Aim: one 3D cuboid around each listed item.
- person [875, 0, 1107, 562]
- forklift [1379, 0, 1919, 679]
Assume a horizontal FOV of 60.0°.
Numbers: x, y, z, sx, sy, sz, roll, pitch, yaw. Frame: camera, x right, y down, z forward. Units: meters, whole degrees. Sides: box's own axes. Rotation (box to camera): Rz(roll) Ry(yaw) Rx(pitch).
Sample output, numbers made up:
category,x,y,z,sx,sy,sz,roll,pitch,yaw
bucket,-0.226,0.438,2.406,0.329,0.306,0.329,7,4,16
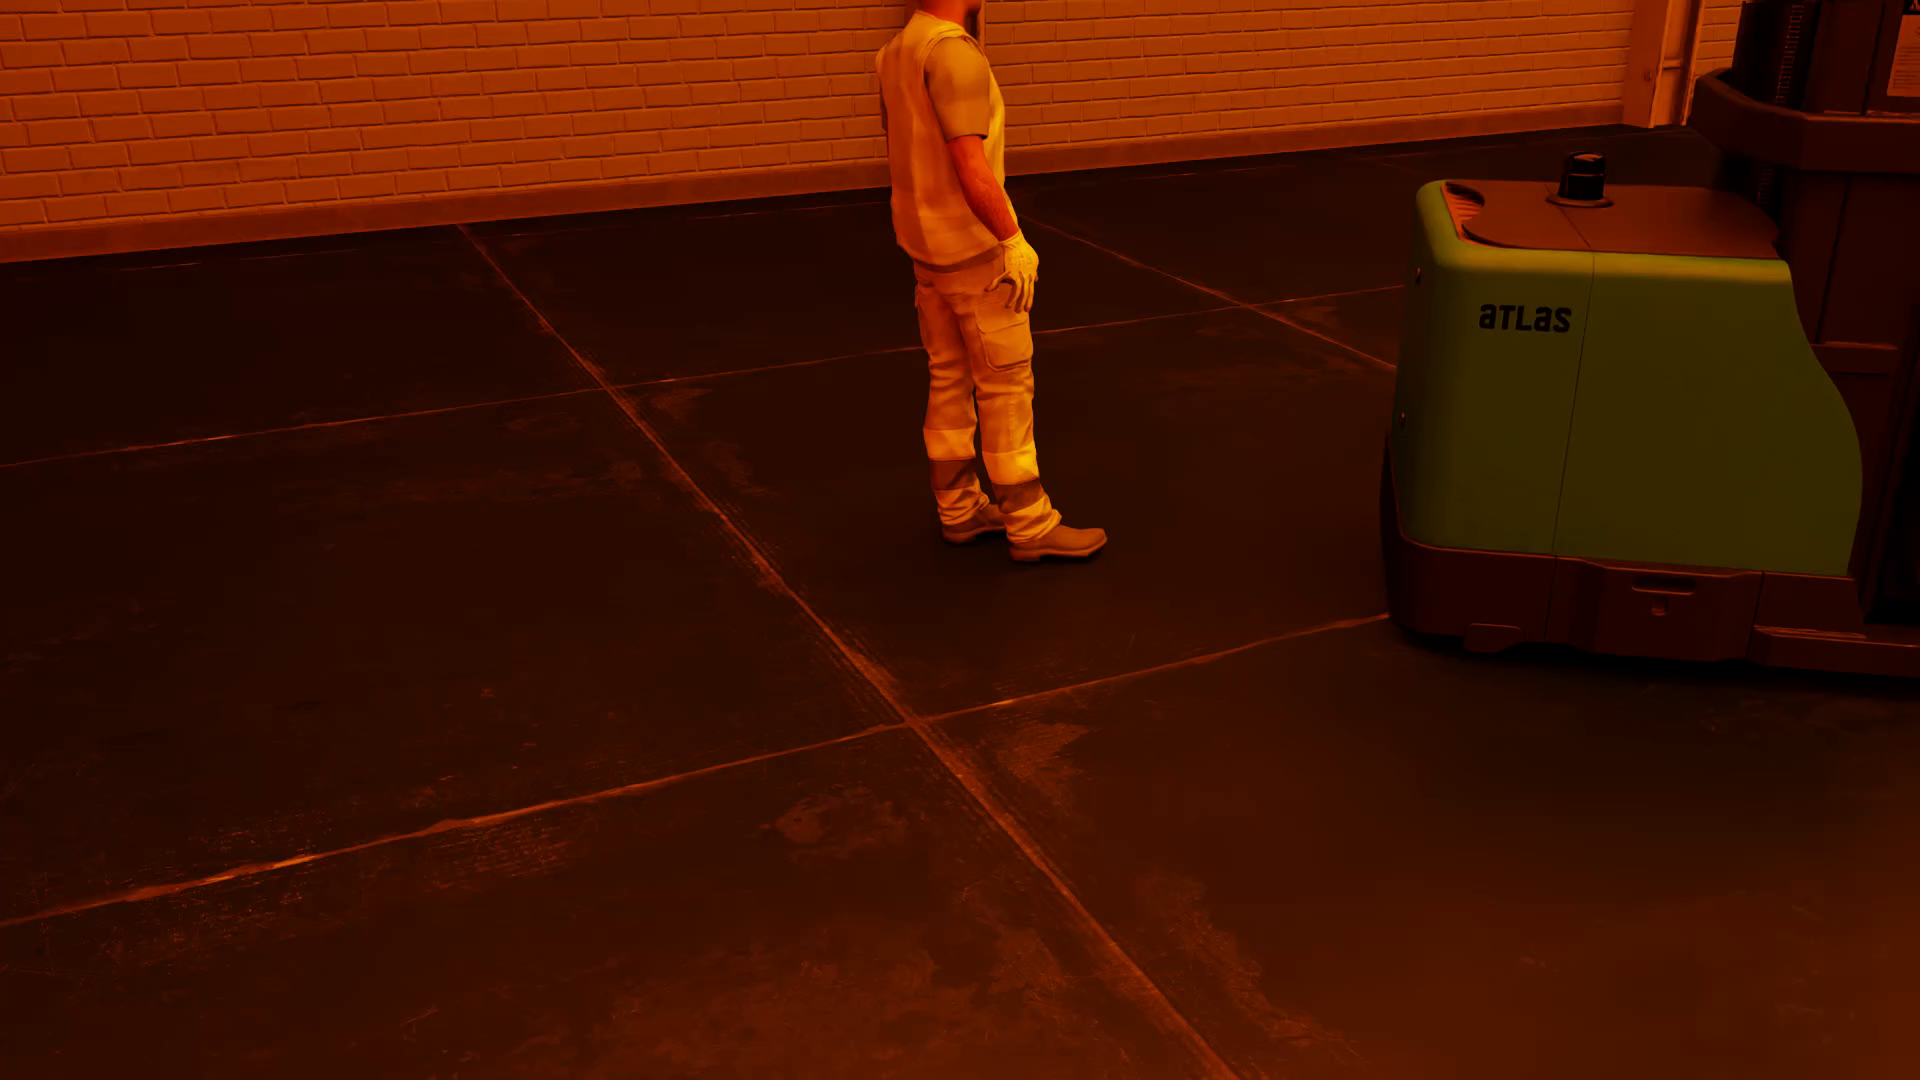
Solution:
category,x,y,z,sx,sy,sz,roll,pitch,yaw
person,0.078,-0.842,4.781,0.563,1.788,0.638,-10,25,-23
forklift,2.716,-1.134,4.016,3.031,2.935,1.130,4,23,10
